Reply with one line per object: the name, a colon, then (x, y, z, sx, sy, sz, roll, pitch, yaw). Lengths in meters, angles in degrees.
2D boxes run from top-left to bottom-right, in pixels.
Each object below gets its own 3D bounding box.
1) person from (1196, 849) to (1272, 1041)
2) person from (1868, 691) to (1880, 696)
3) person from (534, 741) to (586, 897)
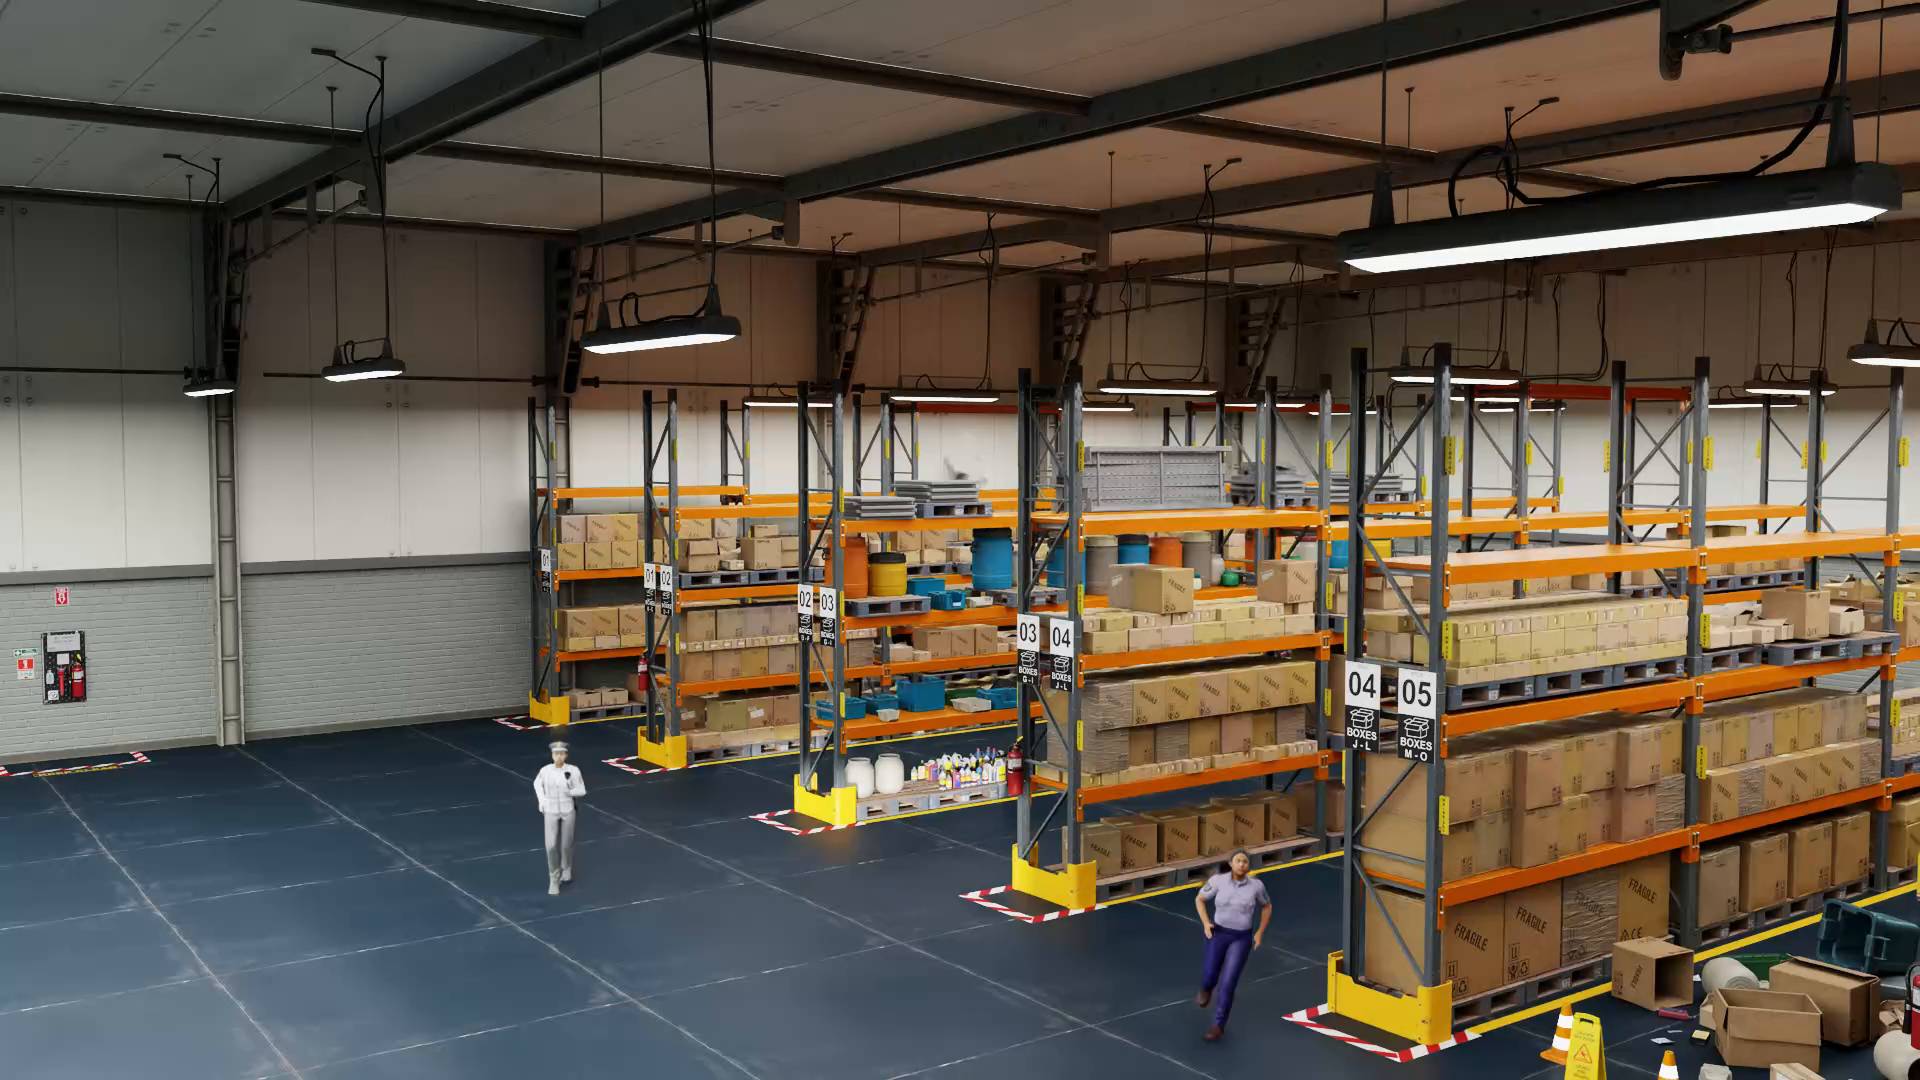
person: (2.405, 3.513, 14.625, 0.669, 1.589, 0.766, 1, 3, 10)
person: (12.997, 2.976, 23.570, 0.726, 1.632, 0.576, -2, 4, -27)
person: (-4.616, 3.178, 19.193, 0.595, 1.742, 0.721, -1, 3, -11)
